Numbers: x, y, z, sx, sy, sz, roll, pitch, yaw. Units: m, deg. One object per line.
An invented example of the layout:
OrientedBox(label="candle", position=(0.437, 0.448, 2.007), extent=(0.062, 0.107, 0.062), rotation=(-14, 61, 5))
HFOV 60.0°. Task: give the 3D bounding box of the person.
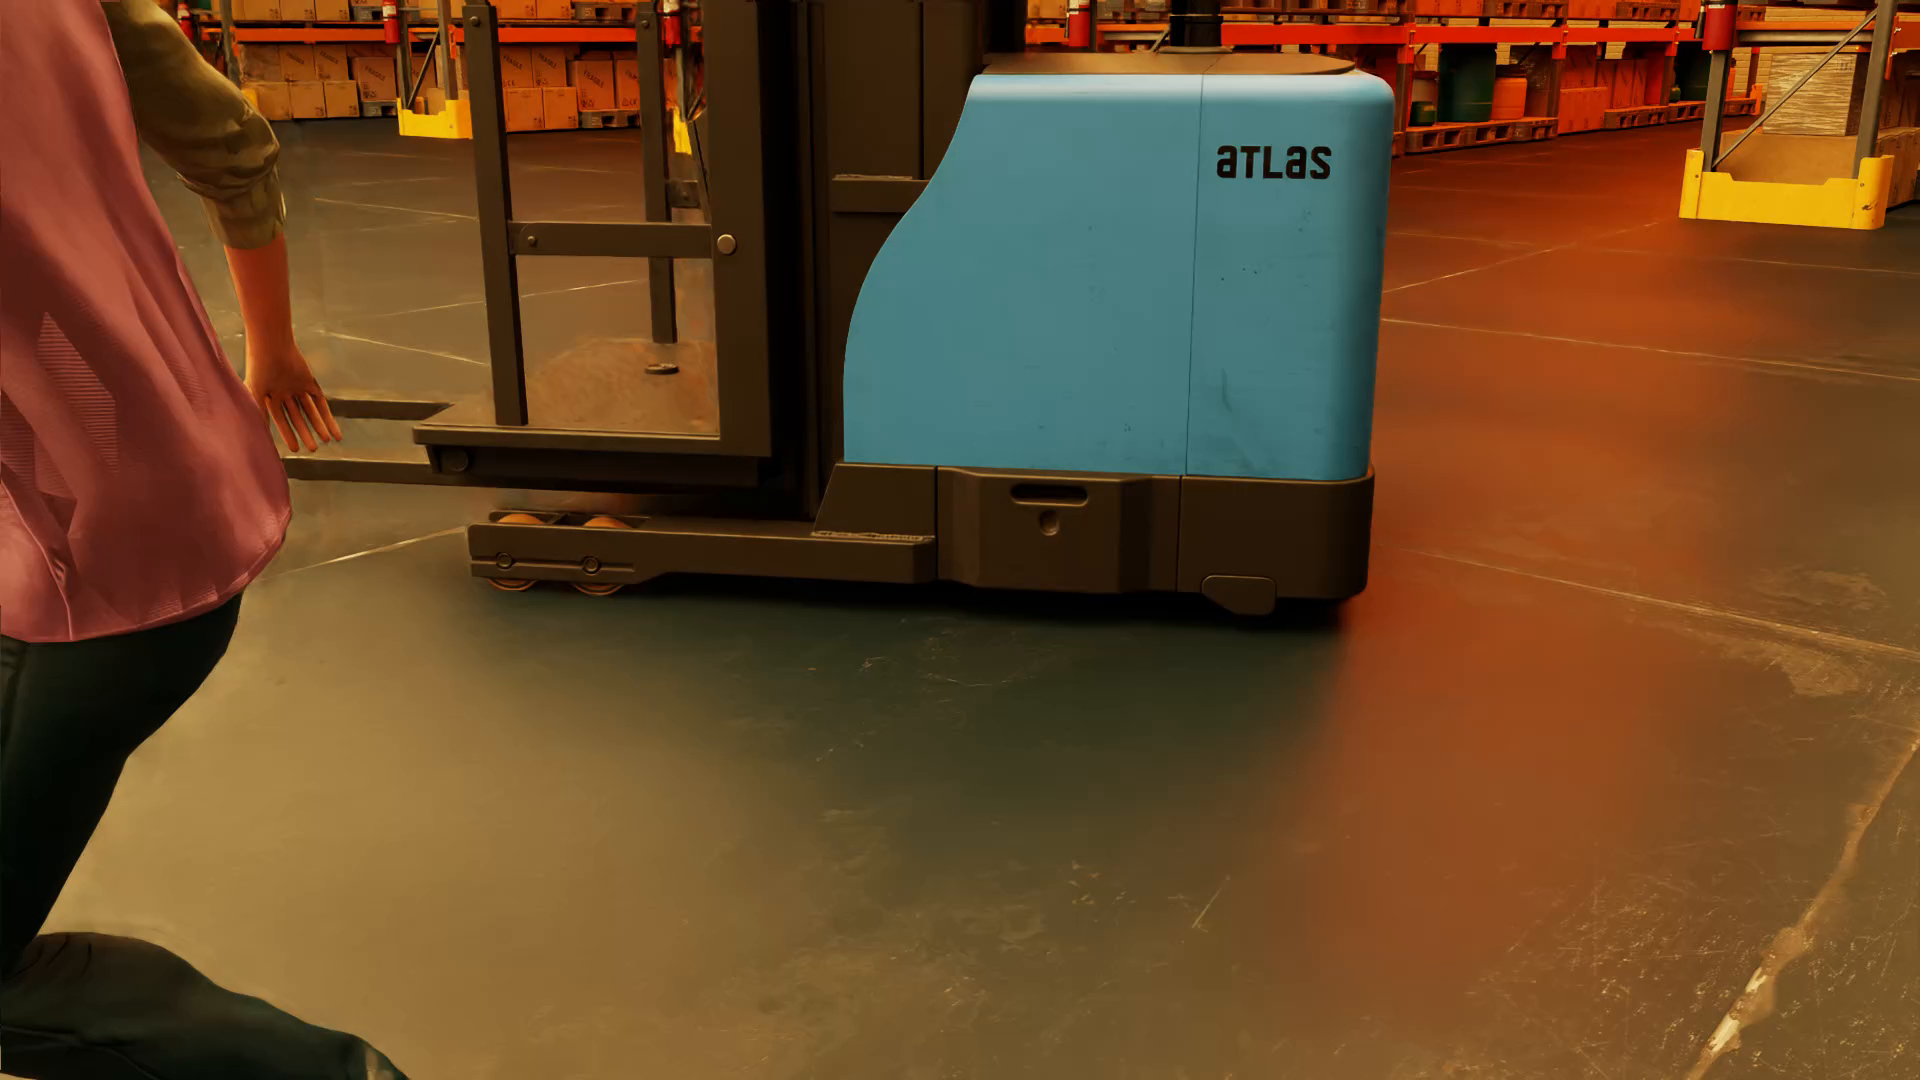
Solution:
OrientedBox(label="person", position=(-0.909, -0.002, 1.462), extent=(0.743, 1.469, 0.656), rotation=(-2, 17, -7))

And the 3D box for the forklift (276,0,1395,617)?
OrientedBox(label="forklift", position=(-0.603, -1.430, 3.608), extent=(3.031, 2.935, 1.130), rotation=(3, 17, 9))
